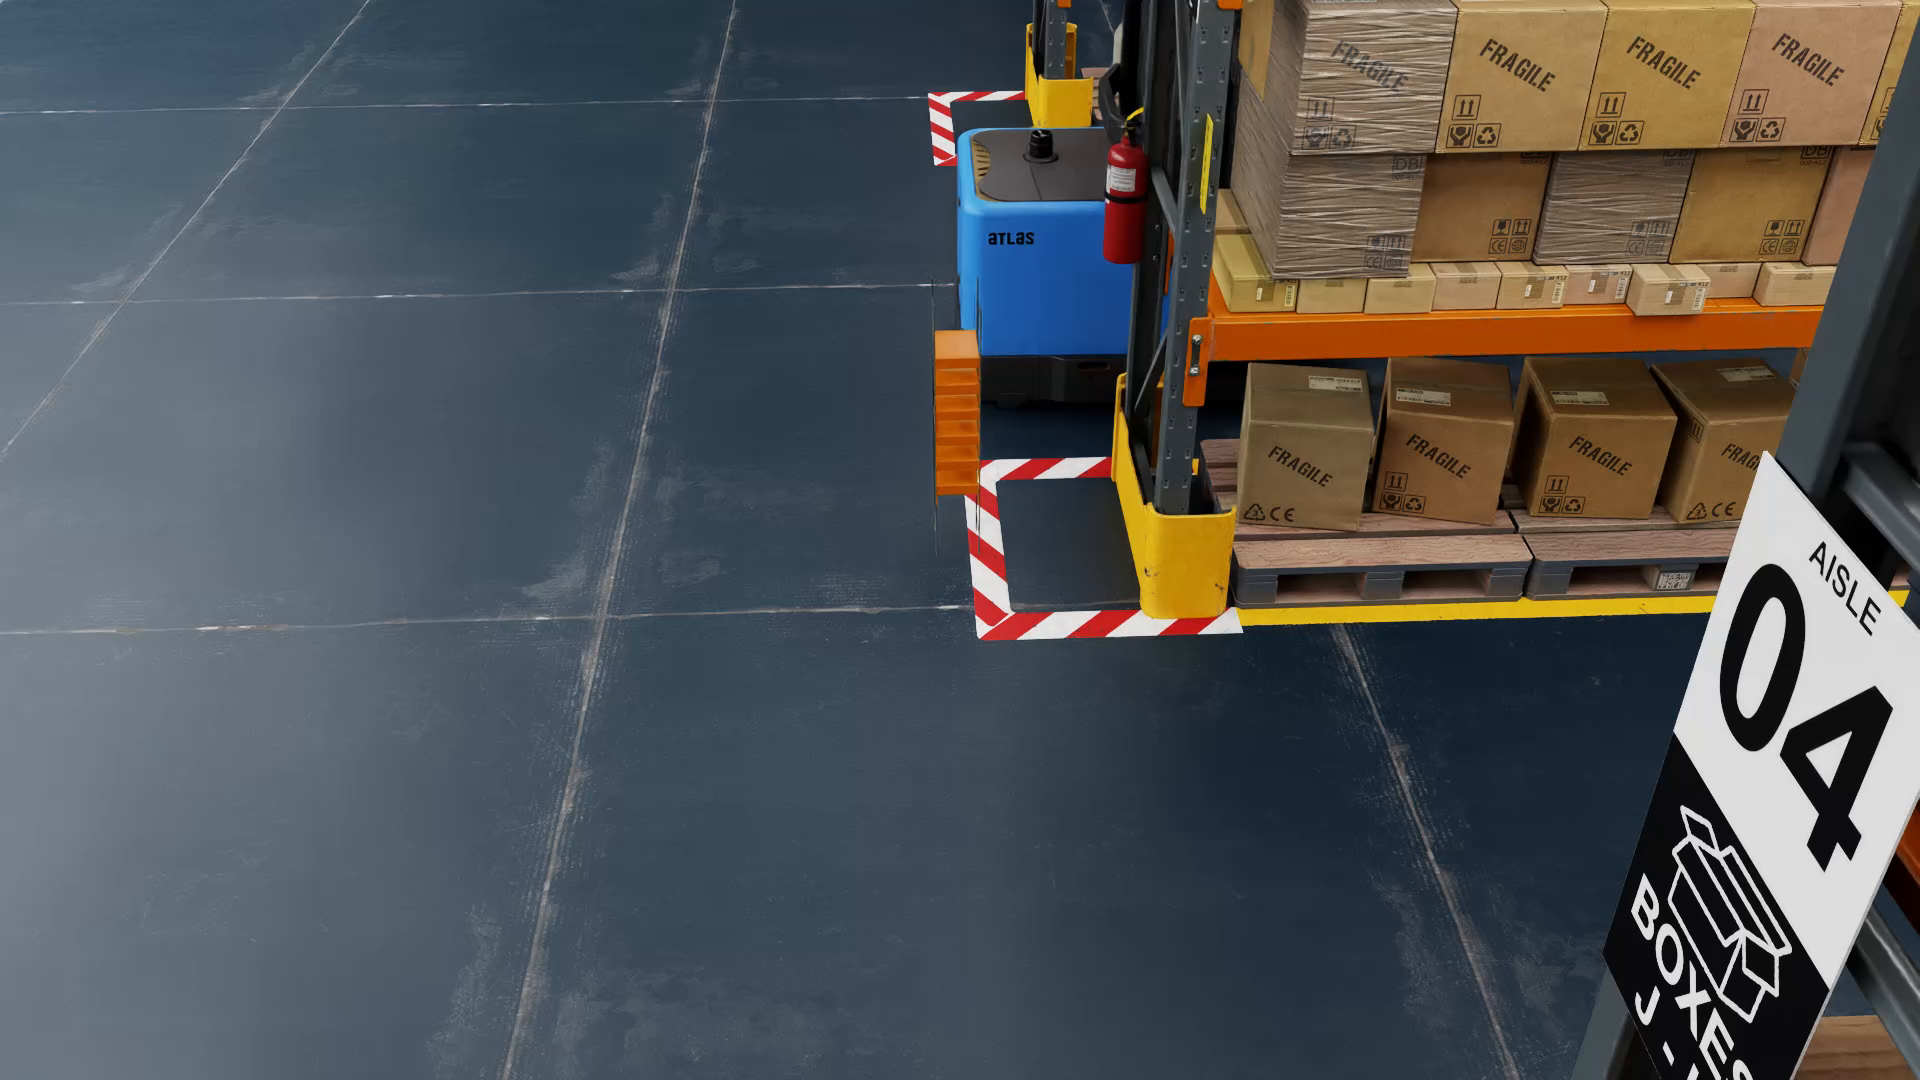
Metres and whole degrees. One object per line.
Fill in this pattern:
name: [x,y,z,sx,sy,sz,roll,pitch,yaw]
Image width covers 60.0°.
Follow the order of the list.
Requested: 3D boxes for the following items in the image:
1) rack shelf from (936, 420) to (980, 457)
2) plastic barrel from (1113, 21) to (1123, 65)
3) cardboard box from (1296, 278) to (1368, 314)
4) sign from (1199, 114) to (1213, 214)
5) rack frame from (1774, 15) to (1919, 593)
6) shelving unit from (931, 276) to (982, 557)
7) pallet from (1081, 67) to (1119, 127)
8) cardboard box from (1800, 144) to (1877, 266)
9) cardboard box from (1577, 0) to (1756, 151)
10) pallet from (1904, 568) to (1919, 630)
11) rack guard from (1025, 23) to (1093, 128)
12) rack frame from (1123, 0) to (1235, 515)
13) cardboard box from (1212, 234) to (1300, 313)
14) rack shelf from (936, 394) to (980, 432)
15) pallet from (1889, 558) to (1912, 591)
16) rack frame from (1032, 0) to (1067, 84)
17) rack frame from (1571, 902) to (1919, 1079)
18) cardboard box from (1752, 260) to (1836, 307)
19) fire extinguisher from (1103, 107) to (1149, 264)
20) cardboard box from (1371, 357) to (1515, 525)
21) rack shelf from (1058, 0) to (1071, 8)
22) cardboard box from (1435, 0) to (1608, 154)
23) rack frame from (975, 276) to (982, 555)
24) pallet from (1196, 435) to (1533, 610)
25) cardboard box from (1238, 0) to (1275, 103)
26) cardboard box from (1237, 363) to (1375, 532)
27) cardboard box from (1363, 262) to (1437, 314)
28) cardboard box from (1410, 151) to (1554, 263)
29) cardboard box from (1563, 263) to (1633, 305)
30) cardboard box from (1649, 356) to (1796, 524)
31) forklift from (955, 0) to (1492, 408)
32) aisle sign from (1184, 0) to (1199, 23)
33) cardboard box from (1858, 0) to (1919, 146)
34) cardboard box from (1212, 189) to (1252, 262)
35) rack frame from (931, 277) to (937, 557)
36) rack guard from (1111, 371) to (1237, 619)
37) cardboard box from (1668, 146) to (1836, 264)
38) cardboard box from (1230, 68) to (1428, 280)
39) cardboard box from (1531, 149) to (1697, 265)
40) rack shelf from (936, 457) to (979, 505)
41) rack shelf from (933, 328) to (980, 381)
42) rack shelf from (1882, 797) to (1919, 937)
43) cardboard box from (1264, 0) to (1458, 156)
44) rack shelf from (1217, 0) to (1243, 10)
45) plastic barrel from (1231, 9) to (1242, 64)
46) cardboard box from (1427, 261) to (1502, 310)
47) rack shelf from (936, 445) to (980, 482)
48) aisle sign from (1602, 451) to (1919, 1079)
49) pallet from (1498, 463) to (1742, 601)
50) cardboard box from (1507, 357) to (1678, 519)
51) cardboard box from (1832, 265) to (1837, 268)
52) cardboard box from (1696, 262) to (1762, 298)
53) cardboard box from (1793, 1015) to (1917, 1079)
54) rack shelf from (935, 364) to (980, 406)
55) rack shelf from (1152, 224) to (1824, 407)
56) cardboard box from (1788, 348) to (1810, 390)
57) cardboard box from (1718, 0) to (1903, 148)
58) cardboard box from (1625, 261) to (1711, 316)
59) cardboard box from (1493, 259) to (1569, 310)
rack shelf: [-0.015,-0.456,6.933,0.180,0.103,0.258,-2,35,-2]
plastic barrel: [1.239,-3.270,11.156,0.421,0.512,0.421,0,35,0]
cardboard box: [1.367,-1.008,6.292,0.250,0.149,0.380,-2,35,-2]
sign: [0.846,-1.291,5.719,0.005,0.325,0.100,-2,35,-2]
rack frame: [0.954,-0.888,0.626,0.127,3.000,1.000,-2,35,-2]
shelving unit: [-0.015,-0.493,6.908,0.189,1.200,0.258,-2,35,-2]
pallet: [1.471,-2.960,11.342,1.213,0.211,1.003,-2,35,-2]
cardboard box: [3.367,-1.474,6.394,0.500,0.500,0.875,-2,35,-2]
cardboard box: [2.382,-1.702,5.845,0.500,0.500,0.500,-2,35,-2]
pallet: [1.694,0.356,1.542,1.213,0.211,1.003,-2,35,-2]
rack guard: [0.659,-3.060,11.232,0.348,0.500,1.175,-2,35,-2]
rack frame: [0.820,-1.244,6.411,0.127,3.000,1.000,-2,35,-2]
cardboard box: [1.116,-1.012,6.298,0.250,0.149,0.380,-2,35,-2]
rack shelf: [-0.015,-0.555,6.865,0.180,0.103,0.258,-2,35,-2]
pallet: [4.146,-0.167,7.305,1.213,0.211,1.003,-2,35,-2]
rack frame: [0.586,-4.059,10.479,0.127,3.000,1.000,-2,35,-2]
rack frame: [0.954,1.579,2.333,0.127,3.000,1.000,-2,35,-2]
cardboard box: [3.116,-1.043,6.342,0.250,0.149,0.380,-2,35,-2]
fire extinguisher: [0.684,-1.471,6.807,0.183,0.674,0.296,-2,35,-2]
cardboard box: [2.040,-0.431,7.065,0.500,0.500,0.500,7,35,10]
rack shelf: [2.583,-3.817,10.762,4.000,0.370,1.077,-2,35,-2]
cardboard box: [1.882,-1.688,5.825,0.500,0.500,0.500,-2,35,-2]
rack frame: [0.077,-0.496,6.911,0.006,1.200,0.240,-2,35,-2]
pallet: [1.709,-0.101,7.210,1.213,0.211,1.003,-2,35,-2]
cardboard box: [1.358,-1.973,6.238,0.500,0.500,0.500,-2,35,-2]
cardboard box: [1.445,-0.396,7.013,0.500,0.500,0.500,5,35,7]
cardboard box: [1.617,-1.007,6.289,0.250,0.149,0.380,-2,35,-2]
cardboard box: [1.865,-1.488,6.415,0.500,0.500,0.875,-2,35,-2]
cardboard box: [2.364,-1.050,6.352,0.250,0.149,0.380,-2,35,-2]
cardboard box: [3.226,-0.427,7.059,0.500,0.500,0.500,-4,35,-6]
forklift: [1.503,-2.148,7.778,3.031,2.935,1.130,-1,35,-2]
aisle sign: [0.772,-2.140,5.422,0.004,0.787,0.394,-2,35,-2]
cardboard box: [3.380,-1.730,5.886,0.500,0.500,0.500,-2,35,-2]
cardboard box: [1.095,-1.265,6.663,0.250,0.149,0.380,-2,35,-2]
rack frame: [-0.106,-0.491,6.904,0.006,1.200,0.240,-2,35,-2]
rack guard: [0.896,-0.218,7.125,0.348,0.500,1.175,-2,35,-2]
cardboard box: [2.866,-1.484,6.409,0.500,0.500,0.875,-2,35,-2]
cardboard box: [1.371,-1.406,6.297,0.500,0.500,0.875,-2,35,-2]
cardboard box: [2.366,-1.477,6.399,0.500,0.500,0.875,-2,35,-2]
rack shelf: [-0.015,-0.259,7.070,0.180,0.103,0.258,-2,35,-2]
rack shelf: [-0.015,-0.752,6.728,0.180,0.103,0.258,-2,35,-2]
rack shelf: [2.952,0.587,1.762,4.000,0.370,1.077,-2,35,-2]
cardboard box: [1.382,-1.678,5.811,0.500,0.500,0.500,-2,35,-2]
rack shelf: [2.818,-2.235,5.840,4.000,0.370,1.077,-2,35,-2]
plastic barrel: [1.740,-3.283,11.176,0.421,0.512,0.421,0,35,0]
cardboard box: [1.866,-1.025,6.316,0.250,0.149,0.380,-2,35,-2]
rack shelf: [-0.015,-0.358,7.002,0.180,0.103,0.258,-2,35,-2]
aisle sign: [0.869,0.341,1.837,0.004,0.787,0.394,-2,35,-2]
pallet: [2.925,-0.132,7.255,1.213,0.211,1.003,-2,35,-2]
cardboard box: [2.666,-0.437,7.074,0.500,0.500,0.500,2,35,2]
cardboard box: [3.364,-1.070,6.381,0.250,0.149,0.380,-2,35,-2]
cardboard box: [2.862,-1.080,6.395,0.250,0.149,0.380,-2,35,-2]
cardboard box: [1.326,1.085,1.966,0.550,0.550,0.875,-2,35,-2]
rack shelf: [-0.015,-0.654,6.797,0.180,0.103,0.258,-2,35,-2]
rack shelf: [2.818,-1.002,6.694,4.000,0.370,1.077,-2,35,-2]
cardboard box: [3.842,-0.488,7.147,0.500,0.500,0.500,9,36,13]
cardboard box: [2.881,-1.719,5.870,0.500,0.500,0.500,-2,35,-2]
cardboard box: [2.619,-0.998,6.277,0.250,0.149,0.380,-2,35,-2]
cardboard box: [2.116,-1.028,6.320,0.250,0.149,0.380,-2,35,-2]
